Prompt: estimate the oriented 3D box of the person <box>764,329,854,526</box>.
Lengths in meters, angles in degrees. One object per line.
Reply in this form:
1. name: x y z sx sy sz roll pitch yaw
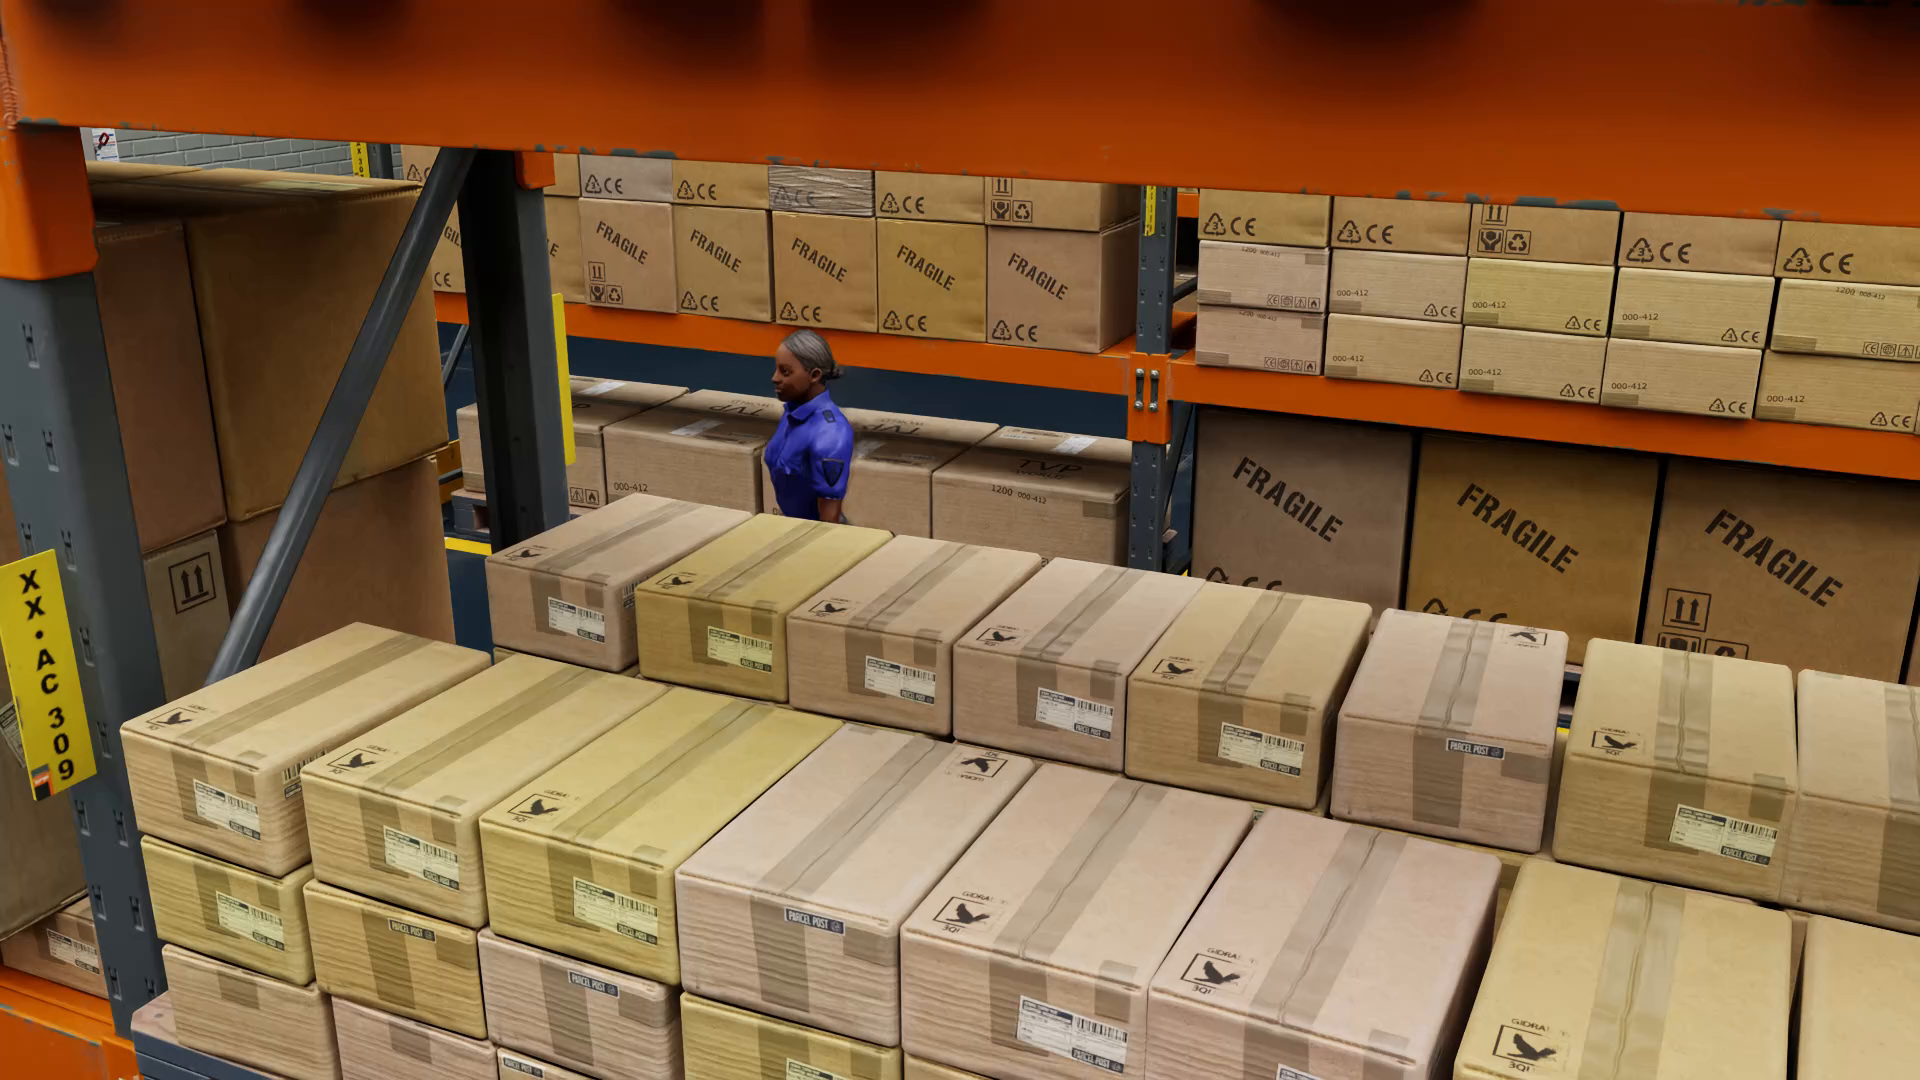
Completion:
1. person: -0.501 0.058 5.858 0.457 1.649 0.549 -8 21 -23
